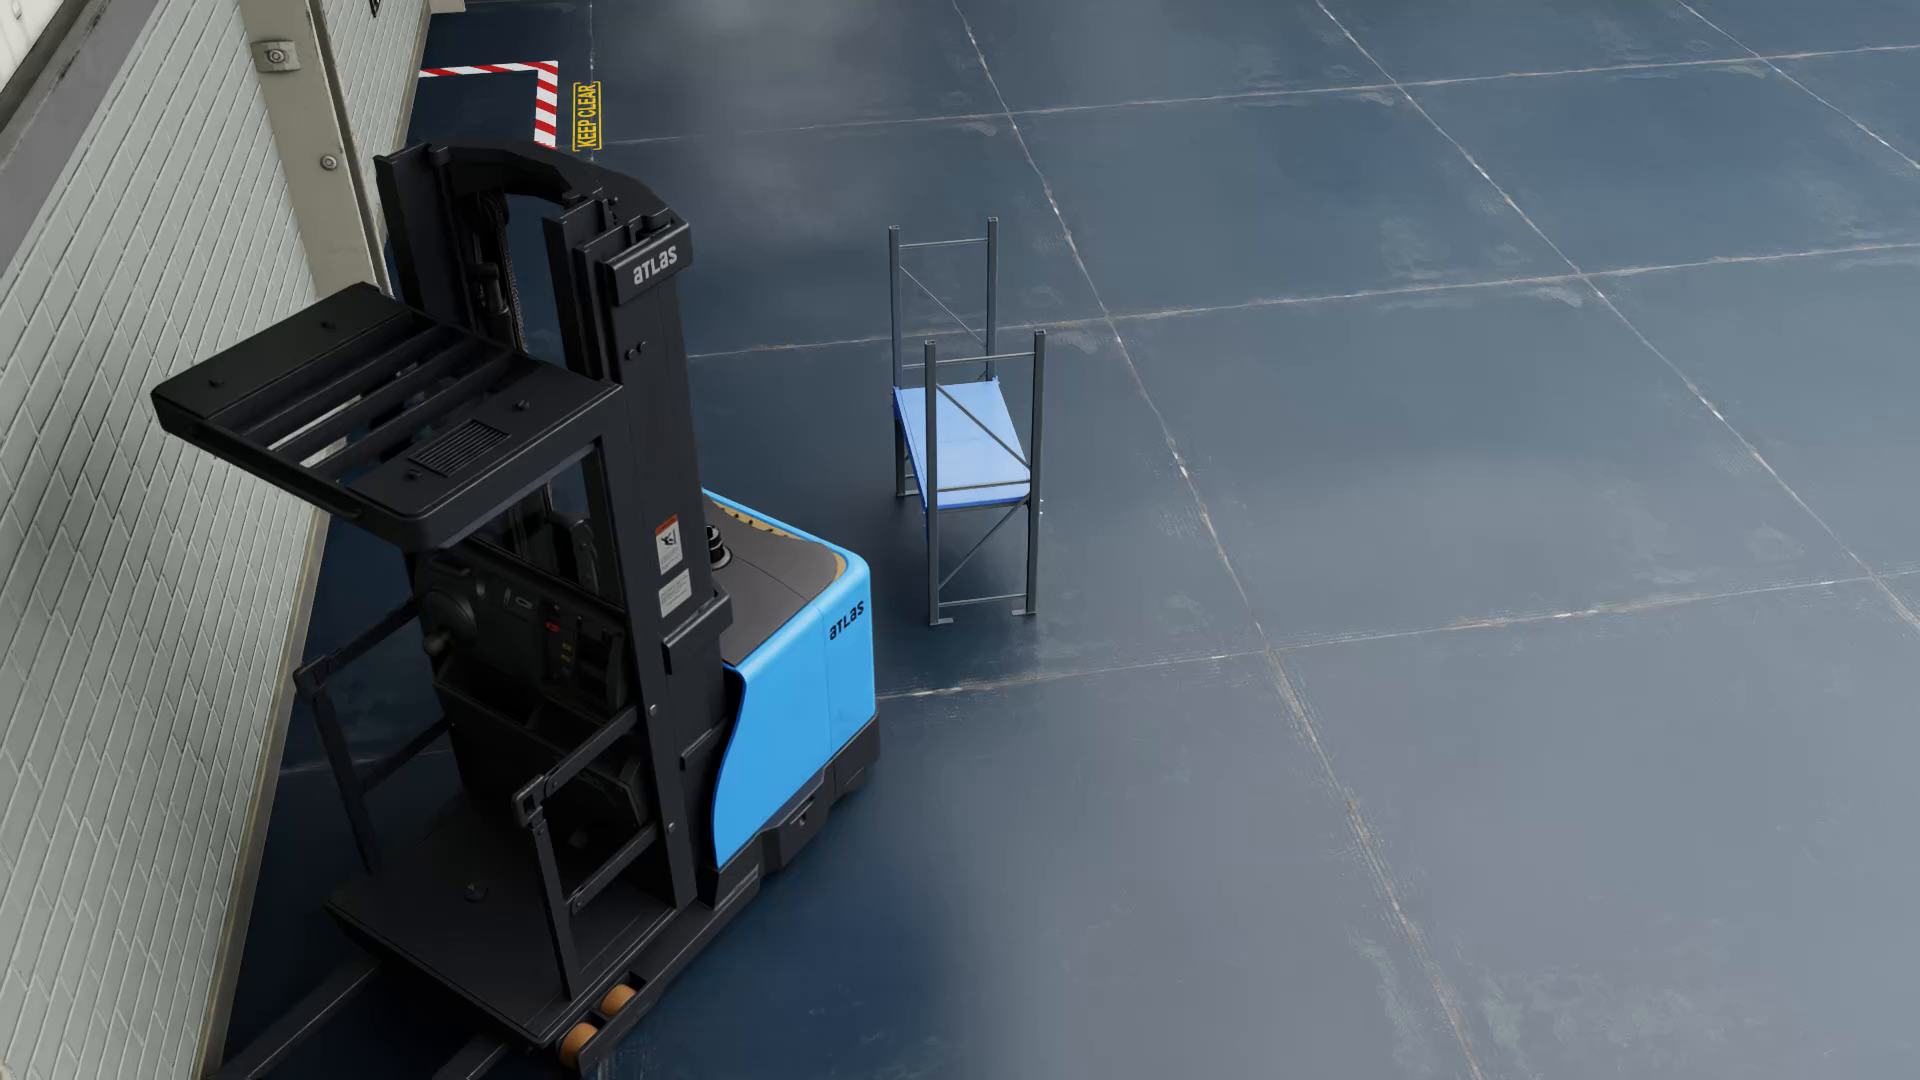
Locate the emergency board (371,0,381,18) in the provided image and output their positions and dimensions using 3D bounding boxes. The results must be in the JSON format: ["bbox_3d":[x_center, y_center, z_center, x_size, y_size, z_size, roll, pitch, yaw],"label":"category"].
[{"bbox_3d":[-3.914,-4.168,11.070,0.157,1.169,0.626,-6,38,-8],"label":"emergency board"}]

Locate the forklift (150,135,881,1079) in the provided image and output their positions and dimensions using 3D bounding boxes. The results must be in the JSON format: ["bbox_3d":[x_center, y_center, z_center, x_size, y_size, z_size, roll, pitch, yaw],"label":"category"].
[{"bbox_3d":[-1.563,0.351,5.309,1.130,2.935,3.031,22,43,26],"label":"forklift"}]

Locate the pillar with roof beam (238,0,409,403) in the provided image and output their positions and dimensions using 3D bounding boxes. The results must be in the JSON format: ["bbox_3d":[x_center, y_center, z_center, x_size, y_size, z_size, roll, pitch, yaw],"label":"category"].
[{"bbox_3d":[0.997,-4.881,7.097,9.100,9.000,0.400,-6,38,-8],"label":"pillar with roof beam"}]

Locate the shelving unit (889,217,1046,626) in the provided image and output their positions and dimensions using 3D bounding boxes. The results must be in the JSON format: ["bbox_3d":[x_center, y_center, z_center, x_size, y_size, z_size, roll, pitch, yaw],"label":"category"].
[{"bbox_3d":[0.015,-0.541,7.623,0.538,1.500,1.048,-6,38,-8],"label":"shelving unit"}]

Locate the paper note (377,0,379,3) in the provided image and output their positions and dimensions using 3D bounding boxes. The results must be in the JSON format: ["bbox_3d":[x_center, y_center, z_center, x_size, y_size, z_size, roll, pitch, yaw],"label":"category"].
[{"bbox_3d":[-3.934,-3.713,11.203,0.016,0.148,0.142,-6,38,-8],"label":"paper note"}]

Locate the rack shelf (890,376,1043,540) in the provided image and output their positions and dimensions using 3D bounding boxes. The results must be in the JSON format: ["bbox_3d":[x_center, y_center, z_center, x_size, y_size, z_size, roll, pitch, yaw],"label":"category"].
[{"bbox_3d":[0.015,-0.399,7.734,0.538,0.185,1.000,-6,38,-8],"label":"rack shelf"}]

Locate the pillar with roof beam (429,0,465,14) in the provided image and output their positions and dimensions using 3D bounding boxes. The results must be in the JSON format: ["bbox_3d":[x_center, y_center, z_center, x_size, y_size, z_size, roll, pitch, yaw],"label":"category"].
[{"bbox_3d":[-0.054,-8.505,11.762,9.100,9.000,0.400,-6,38,-8],"label":"pillar with roof beam"}]

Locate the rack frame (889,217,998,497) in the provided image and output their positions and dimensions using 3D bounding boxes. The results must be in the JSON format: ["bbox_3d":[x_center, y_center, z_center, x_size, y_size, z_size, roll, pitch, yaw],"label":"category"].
[{"bbox_3d":[-0.074,-0.848,8.019,0.500,1.500,0.032,-6,38,-8],"label":"rack frame"}]

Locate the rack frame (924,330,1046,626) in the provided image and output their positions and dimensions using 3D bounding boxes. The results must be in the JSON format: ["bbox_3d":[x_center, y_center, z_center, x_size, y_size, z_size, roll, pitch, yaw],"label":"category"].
[{"bbox_3d":[0.104,-0.234,7.228,0.500,1.500,0.032,-6,38,-8],"label":"rack frame"}]
